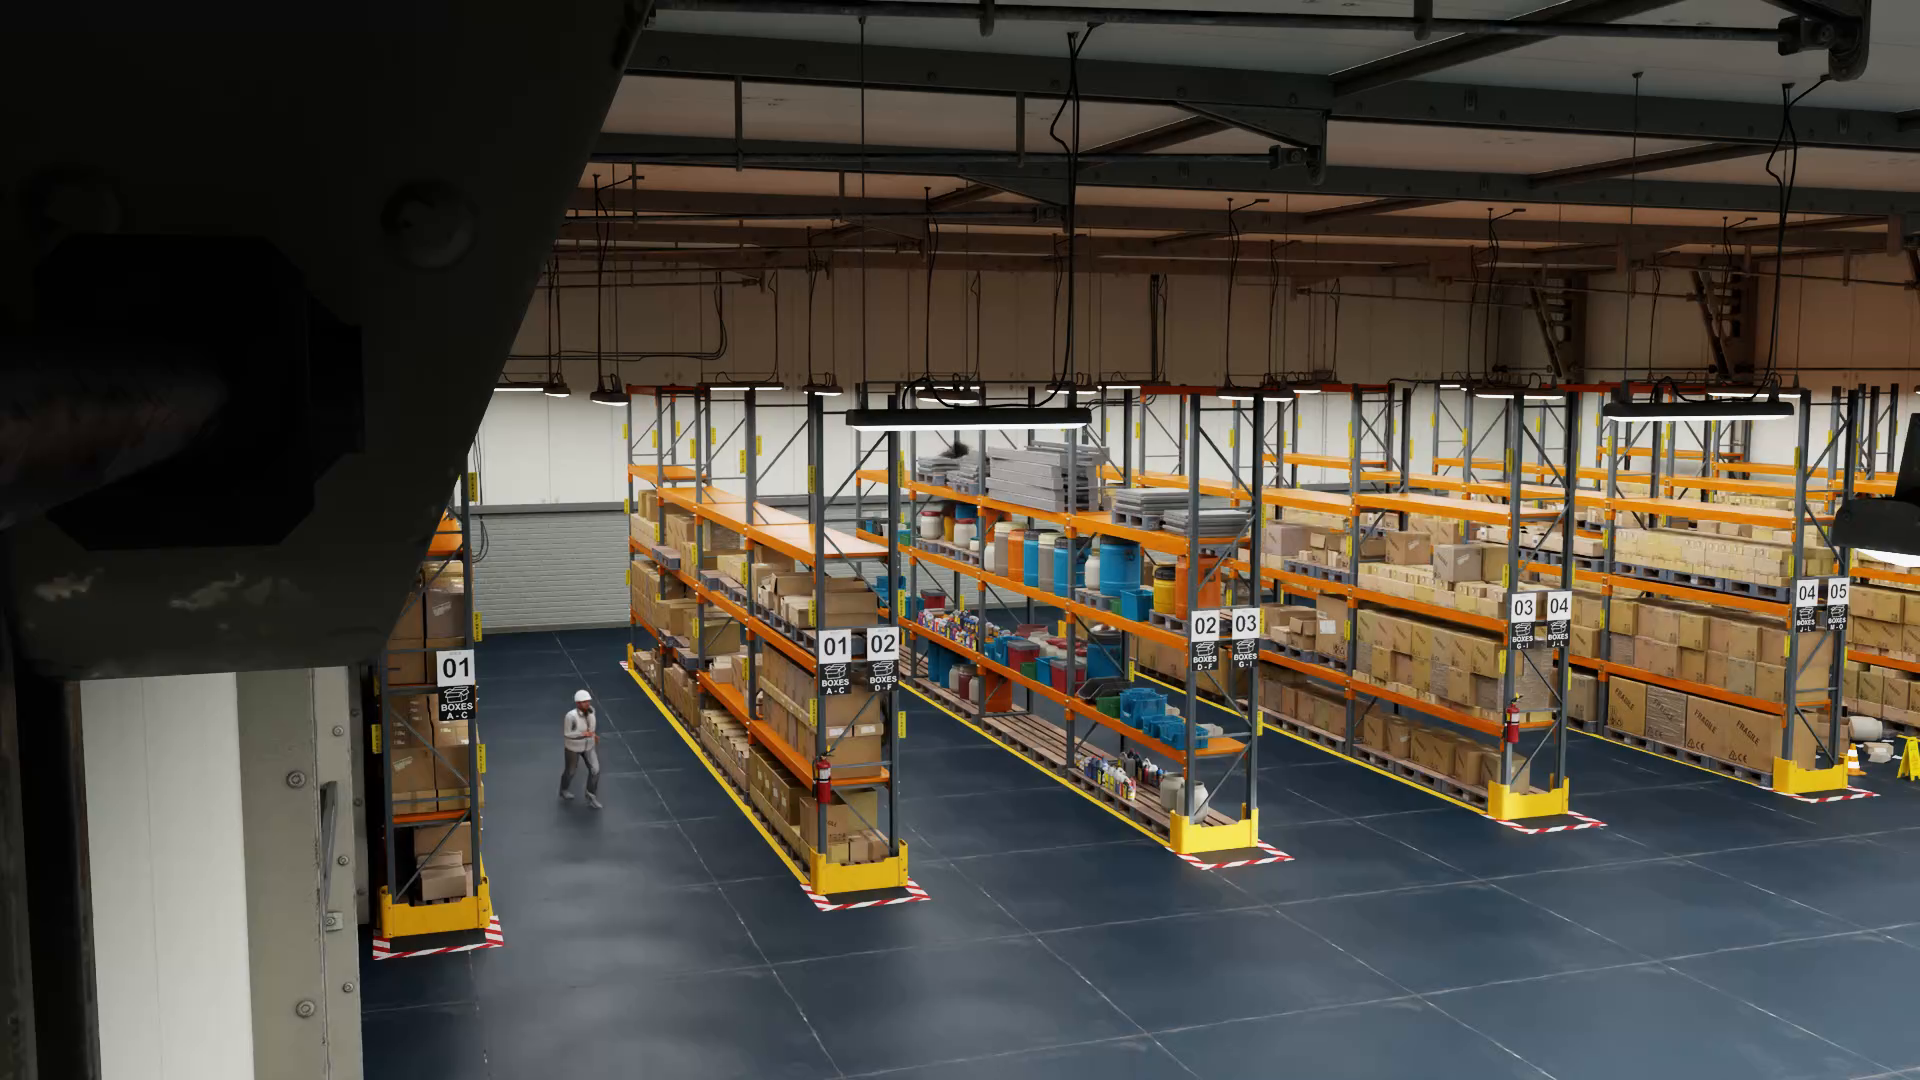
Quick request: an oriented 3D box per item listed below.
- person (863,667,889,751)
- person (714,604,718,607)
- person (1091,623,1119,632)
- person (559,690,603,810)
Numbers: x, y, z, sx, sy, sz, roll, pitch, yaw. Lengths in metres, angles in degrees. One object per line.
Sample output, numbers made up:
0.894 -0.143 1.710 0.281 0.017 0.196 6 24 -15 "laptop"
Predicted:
-1.377 2.638 27.541 0.700 1.744 1.050 -4 7 -33 "person"
-5.059 1.708 35.895 0.661 1.769 0.987 -5 8 -43 "person"
2.750 2.218 31.975 0.733 1.669 0.965 -2 6 -21 "person"
-5.481 2.999 23.985 0.650 1.748 0.976 -5 8 -40 "person"
